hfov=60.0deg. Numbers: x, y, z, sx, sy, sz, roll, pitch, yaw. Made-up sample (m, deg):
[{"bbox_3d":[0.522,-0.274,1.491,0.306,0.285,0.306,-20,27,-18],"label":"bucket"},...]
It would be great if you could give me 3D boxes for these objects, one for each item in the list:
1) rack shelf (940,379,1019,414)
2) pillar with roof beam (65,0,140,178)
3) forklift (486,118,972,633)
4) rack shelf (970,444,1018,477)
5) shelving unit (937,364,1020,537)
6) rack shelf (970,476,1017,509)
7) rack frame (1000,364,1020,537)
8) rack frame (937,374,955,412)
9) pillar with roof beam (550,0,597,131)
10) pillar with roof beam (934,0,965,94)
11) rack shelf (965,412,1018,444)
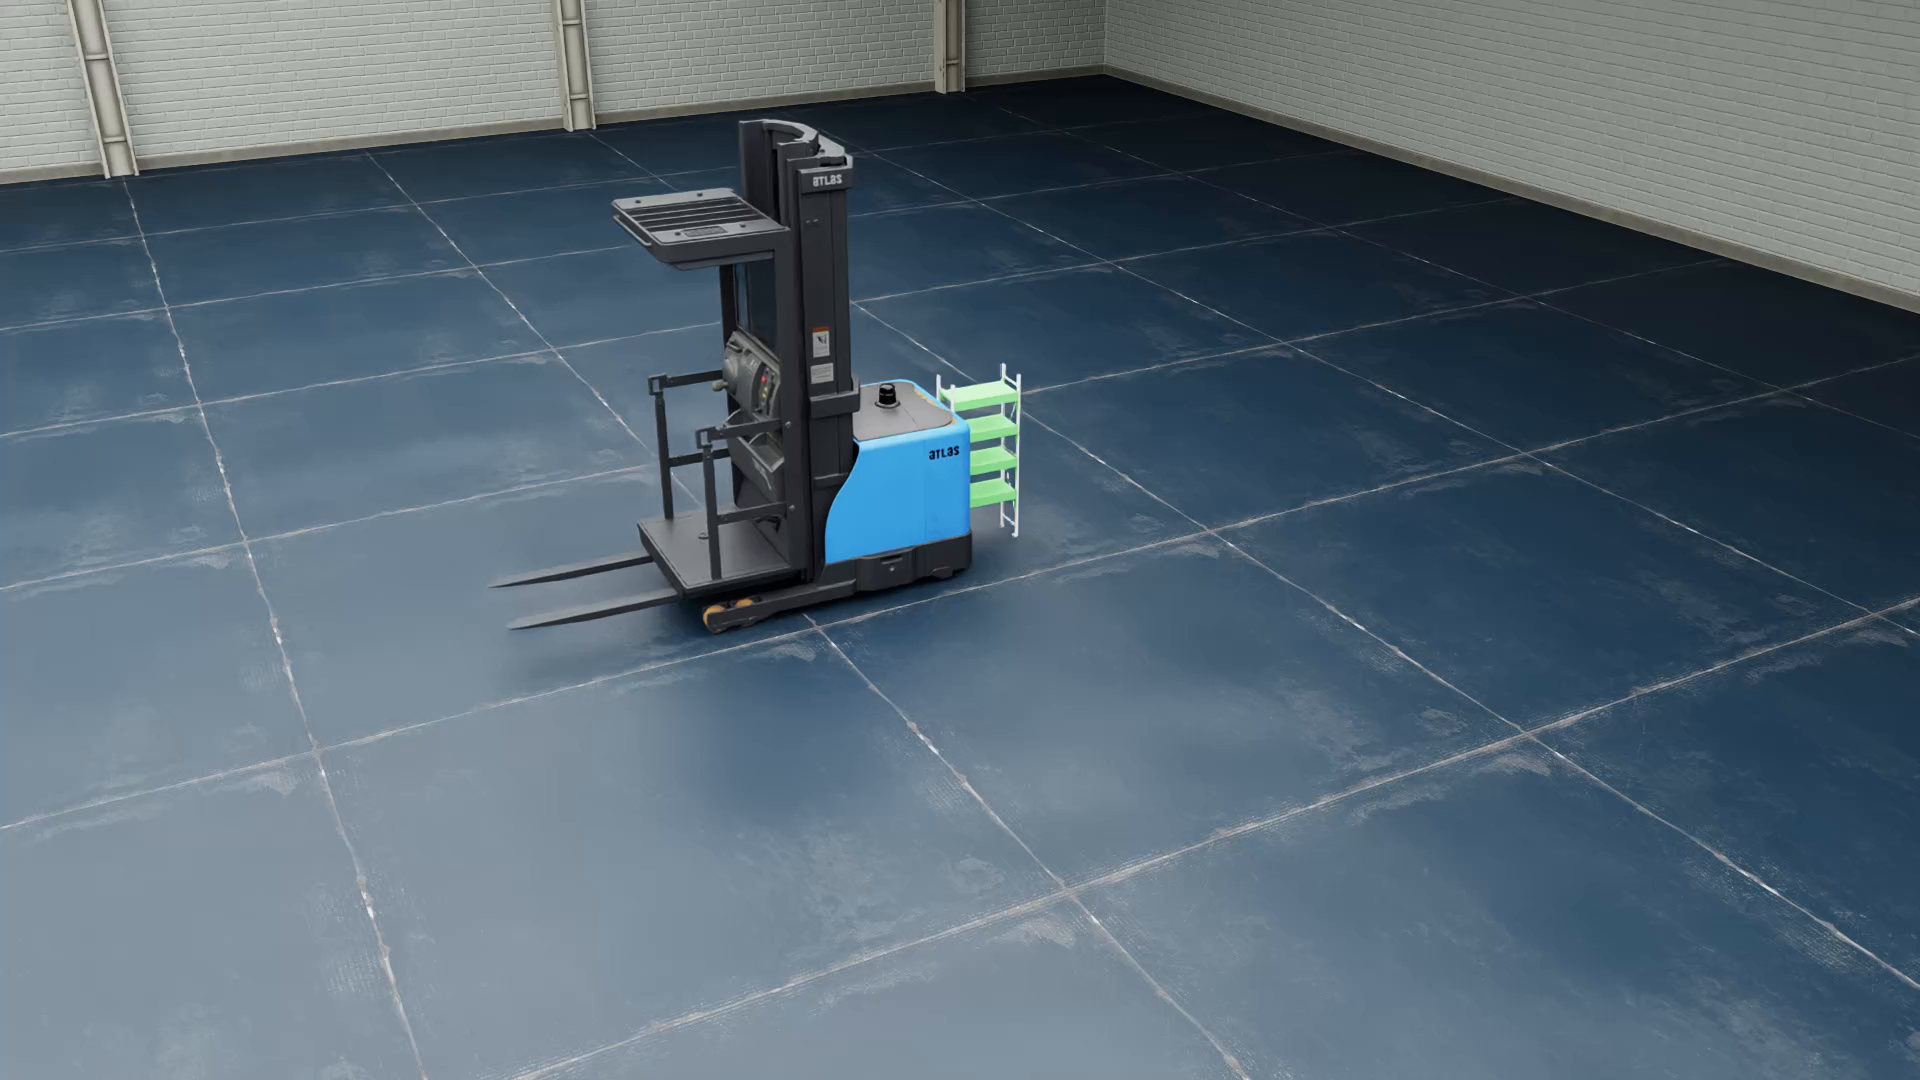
[{"bbox_3d":[0.125,-0.936,11.154,0.480,0.148,0.258,-12,28,-23],"label":"rack shelf"},{"bbox_3d":[-8.724,-7.104,15.951,0.400,9.000,9.100,-13,29,-25],"label":"pillar with roof beam"},{"bbox_3d":[-1.476,-1.005,10.259,3.031,2.935,1.130,-12,28,-23],"label":"forklift"},{"bbox_3d":[0.125,-0.503,11.362,0.480,0.148,0.258,-12,28,-23],"label":"rack shelf"},{"bbox_3d":[0.125,-0.561,11.334,0.503,1.200,0.258,-12,28,-23],"label":"shelving unit"},{"bbox_3d":[0.125,-0.287,11.466,0.480,0.148,0.258,-12,28,-23],"label":"rack shelf"},{"bbox_3d":[0.344,-0.607,11.431,0.015,1.200,0.240,-12,28,-23],"label":"rack frame"},{"bbox_3d":[-0.095,-0.515,11.238,0.015,1.200,0.240,-12,28,-23],"label":"rack frame"},{"bbox_3d":[-3.429,-8.326,18.496,0.400,9.000,9.100,-13,29,-25],"label":"pillar with roof beam"},{"bbox_3d":[1.865,-9.548,21.042,0.400,9.000,9.100,-13,29,-25],"label":"pillar with roof beam"},{"bbox_3d":[0.125,-0.720,11.258,0.480,0.148,0.258,-12,28,-23],"label":"rack shelf"}]
